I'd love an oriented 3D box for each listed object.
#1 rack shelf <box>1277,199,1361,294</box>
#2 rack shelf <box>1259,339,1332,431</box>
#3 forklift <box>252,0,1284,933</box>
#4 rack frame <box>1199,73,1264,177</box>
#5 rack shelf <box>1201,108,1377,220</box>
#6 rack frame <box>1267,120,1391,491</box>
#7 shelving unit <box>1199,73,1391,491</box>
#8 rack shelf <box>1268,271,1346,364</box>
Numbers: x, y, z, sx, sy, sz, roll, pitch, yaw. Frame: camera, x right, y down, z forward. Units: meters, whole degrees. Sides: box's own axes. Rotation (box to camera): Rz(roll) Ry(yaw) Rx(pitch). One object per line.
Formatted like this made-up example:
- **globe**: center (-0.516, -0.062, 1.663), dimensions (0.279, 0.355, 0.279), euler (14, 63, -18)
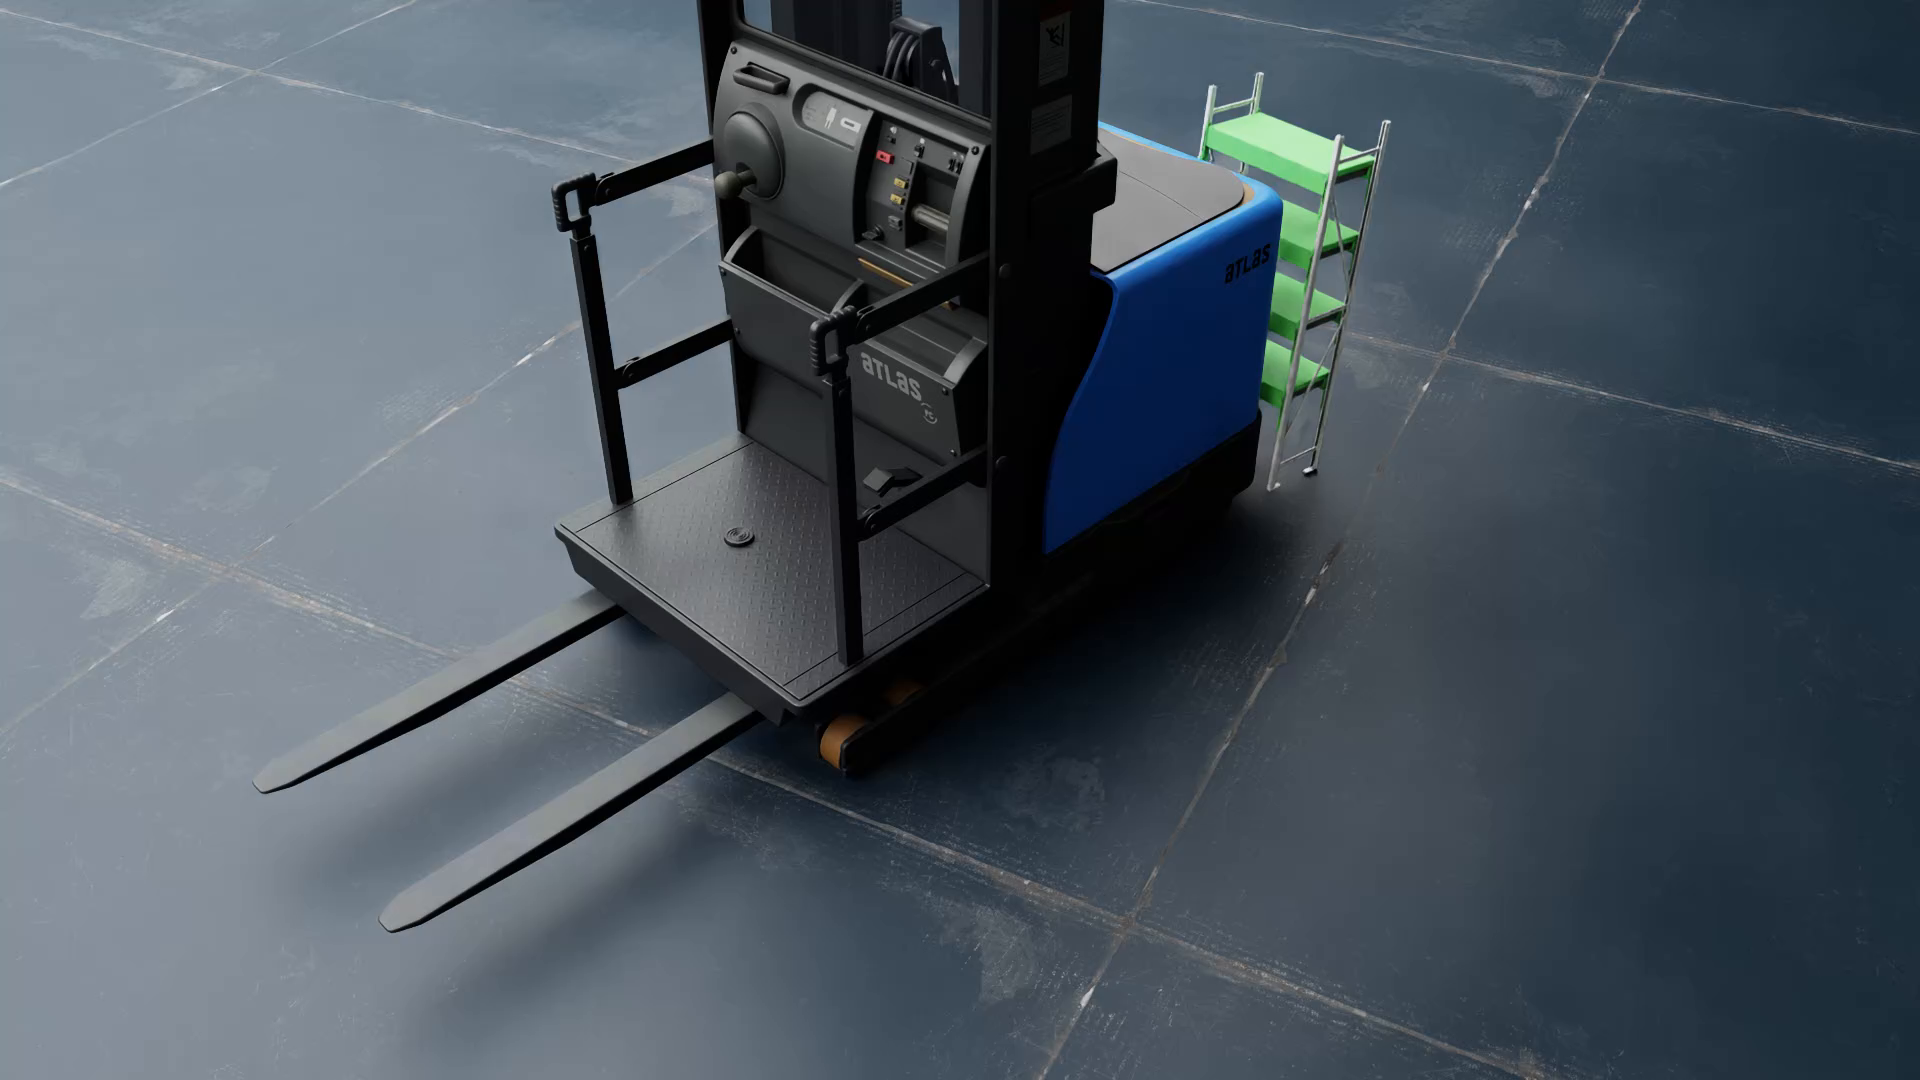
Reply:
- **rack shelf**: center (0.986, -0.955, 5.209), dimensions (0.258, 0.148, 0.480), euler (-24, 43, -35)
- **rack shelf**: center (0.956, -0.559, 5.478), dimensions (0.258, 0.148, 0.480), euler (-24, 43, -35)
- **forklift**: center (-0.442, -0.900, 4.012), dimensions (1.130, 2.935, 3.031), euler (31, 47, 34)
- **rack frame**: center (0.815, -0.921, 5.455), dimensions (0.240, 1.200, 0.015), euler (-24, 43, -35)
- **rack shelf**: center (1.001, -1.153, 5.075), dimensions (0.258, 0.148, 0.480), euler (-24, 43, -35)
- **rack frame**: center (1.134, -0.698, 5.161), dimensions (0.240, 1.200, 0.015), euler (-24, 43, -35)
- **shelving unit**: center (0.975, -0.810, 5.308), dimensions (0.258, 1.200, 0.503), euler (-24, 43, -35)
- **rack shelf**: center (0.971, -0.757, 5.344), dimensions (0.258, 0.148, 0.480), euler (-24, 43, -35)
